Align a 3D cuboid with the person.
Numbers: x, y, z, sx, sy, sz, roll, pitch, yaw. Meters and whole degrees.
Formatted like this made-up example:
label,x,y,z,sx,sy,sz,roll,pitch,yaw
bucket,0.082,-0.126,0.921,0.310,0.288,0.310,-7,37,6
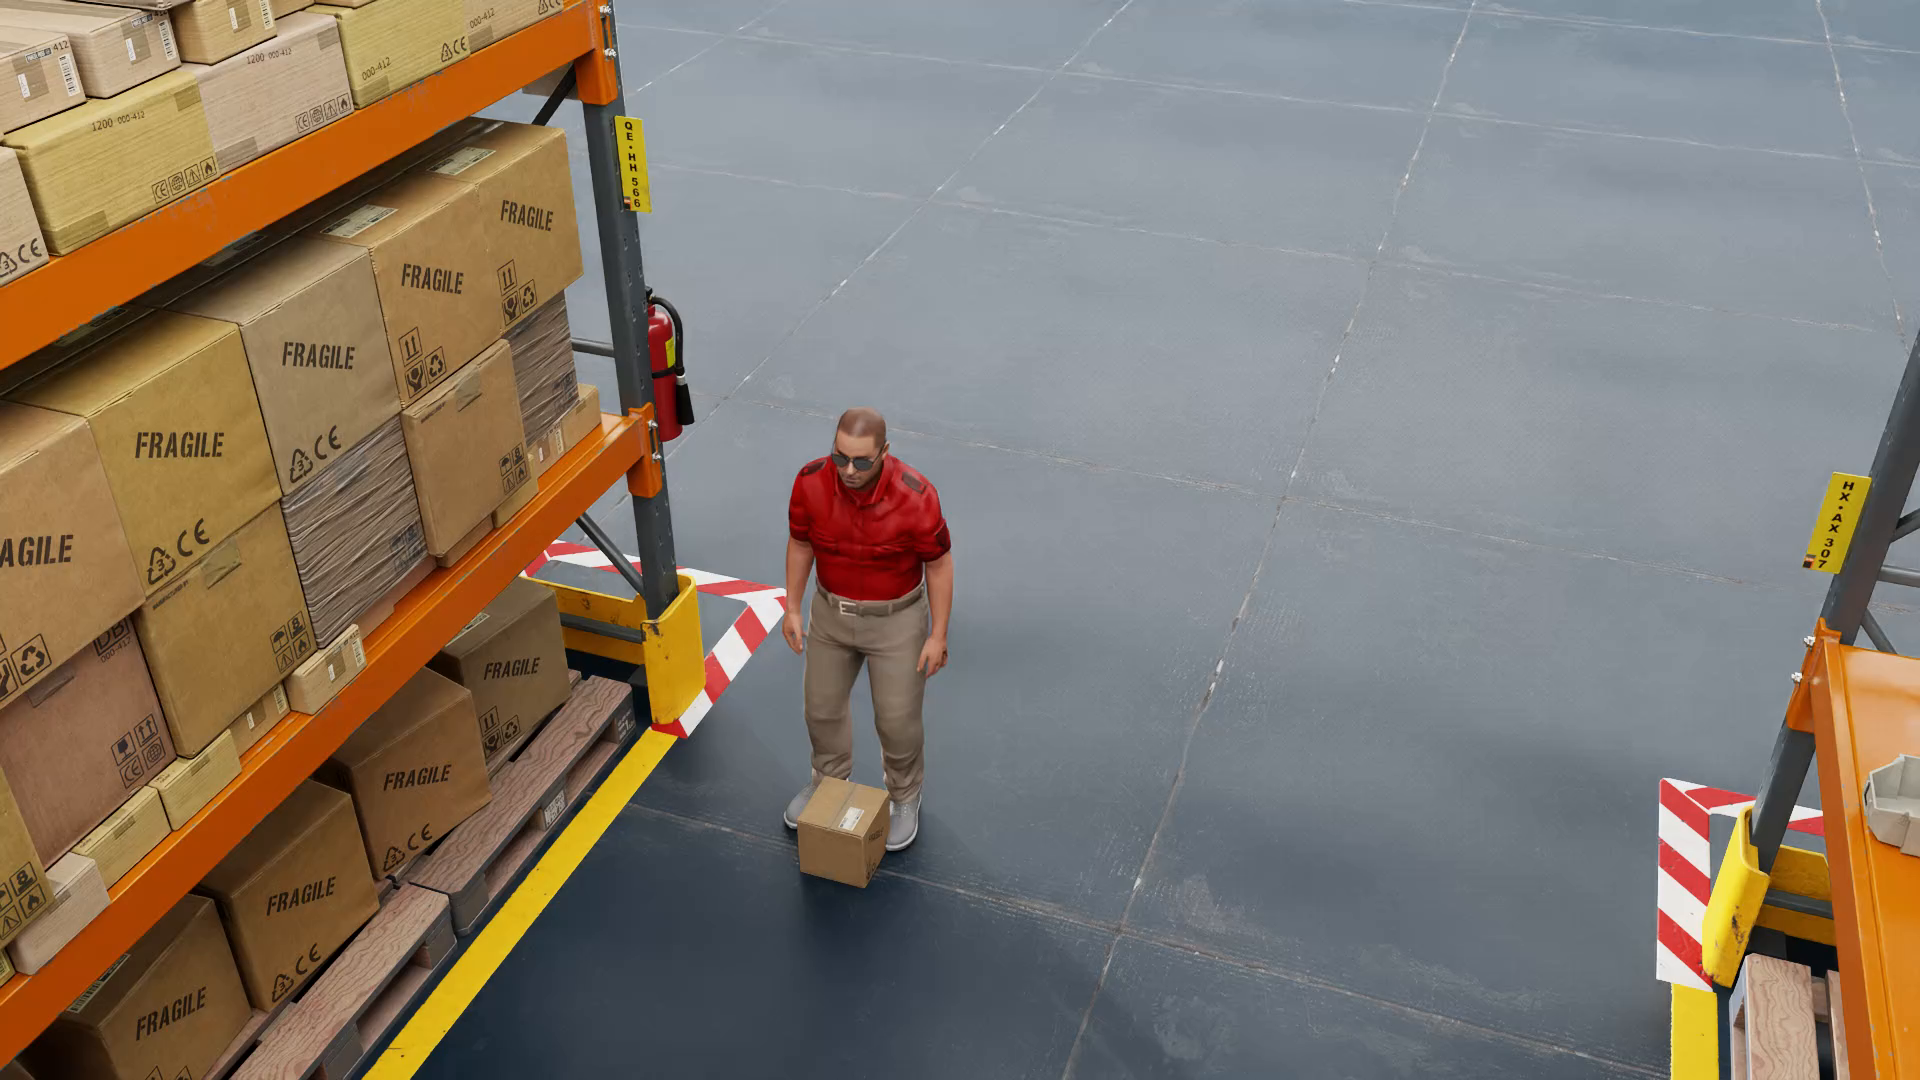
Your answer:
label,x,y,z,sx,sy,sz,roll,pitch,yaw
person,-0.324,0.288,5.709,0.606,1.728,0.382,9,34,14
